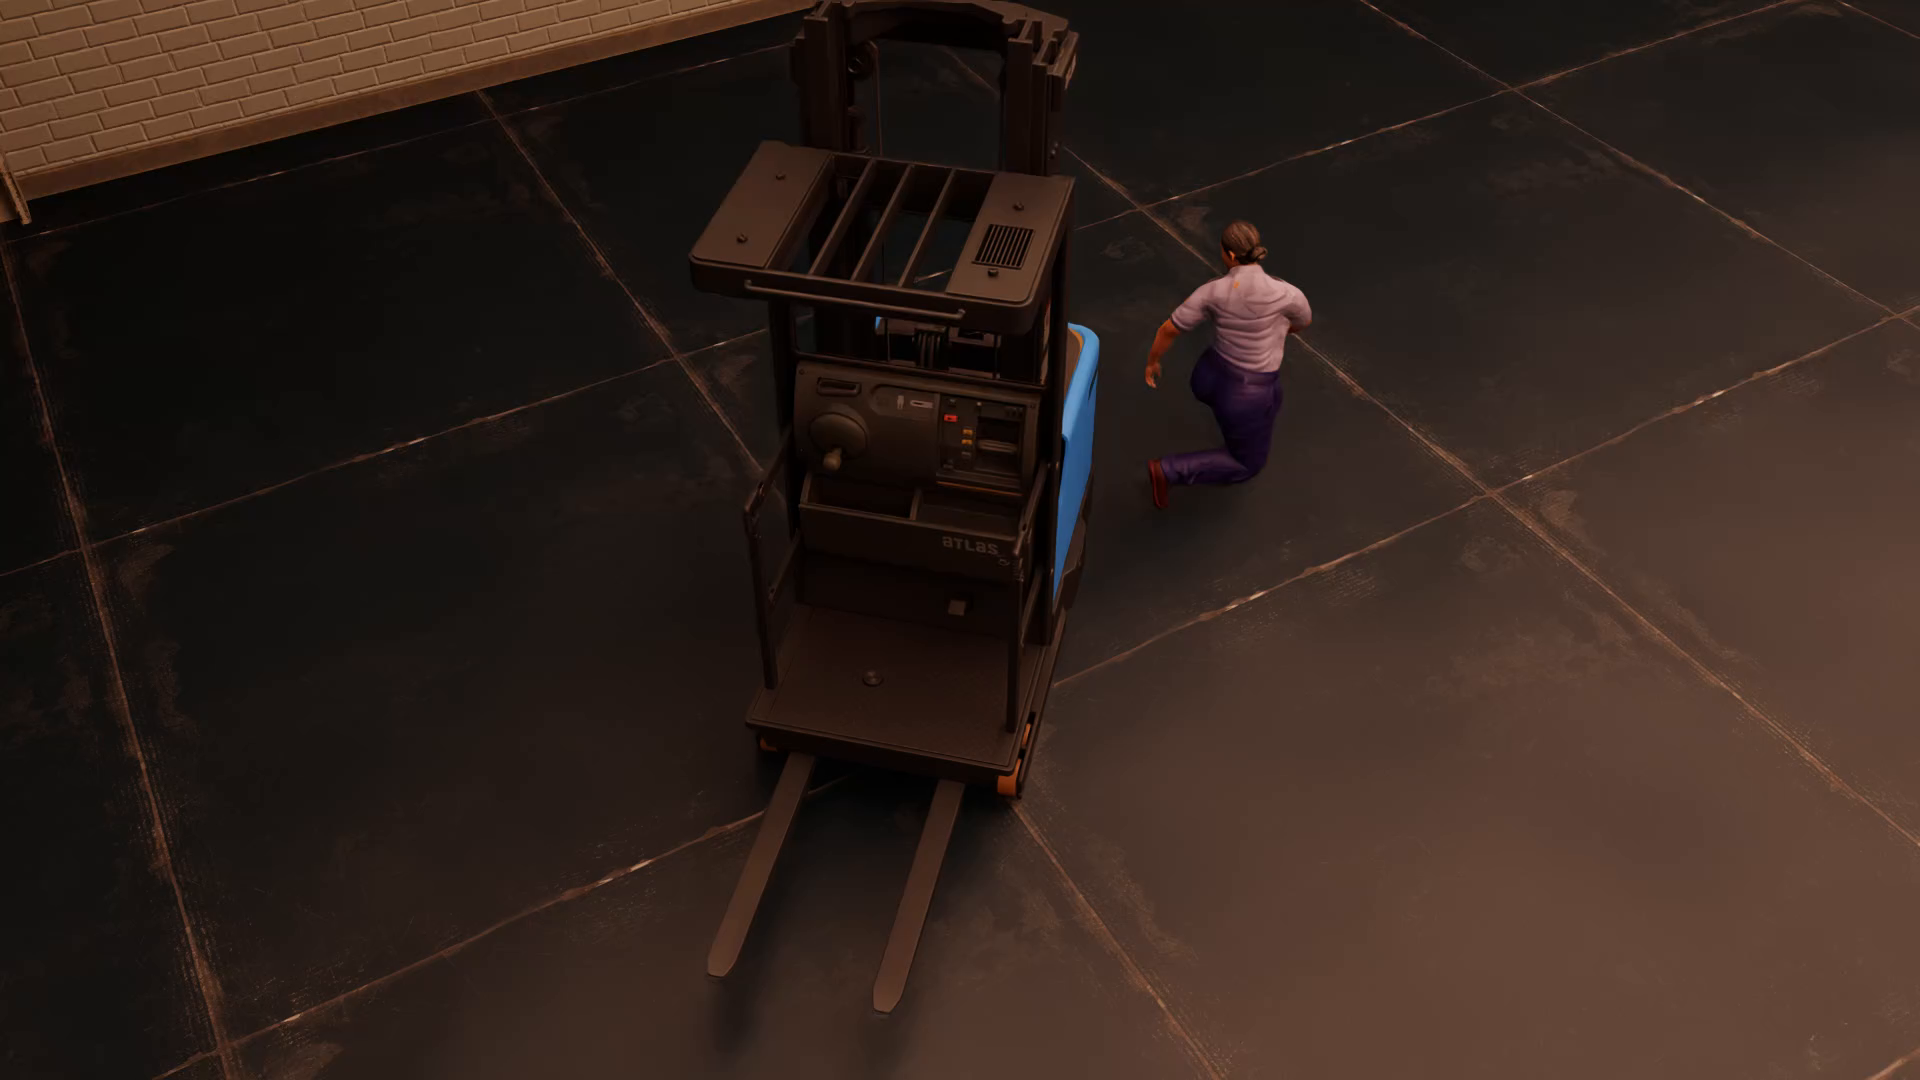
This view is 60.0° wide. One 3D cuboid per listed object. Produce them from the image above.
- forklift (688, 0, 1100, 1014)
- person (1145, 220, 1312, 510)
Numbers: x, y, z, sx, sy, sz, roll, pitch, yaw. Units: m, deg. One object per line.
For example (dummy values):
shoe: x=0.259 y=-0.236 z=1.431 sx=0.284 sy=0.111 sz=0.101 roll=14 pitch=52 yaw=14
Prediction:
forklift: x=-0.216 y=-0.326 z=6.049 sx=1.130 sy=2.935 sz=3.031 roll=9 pitch=44 yaw=10
person: x=1.214 y=-0.791 z=7.699 sx=0.846 sy=1.432 sz=0.589 roll=-27 pitch=49 yaw=-26
